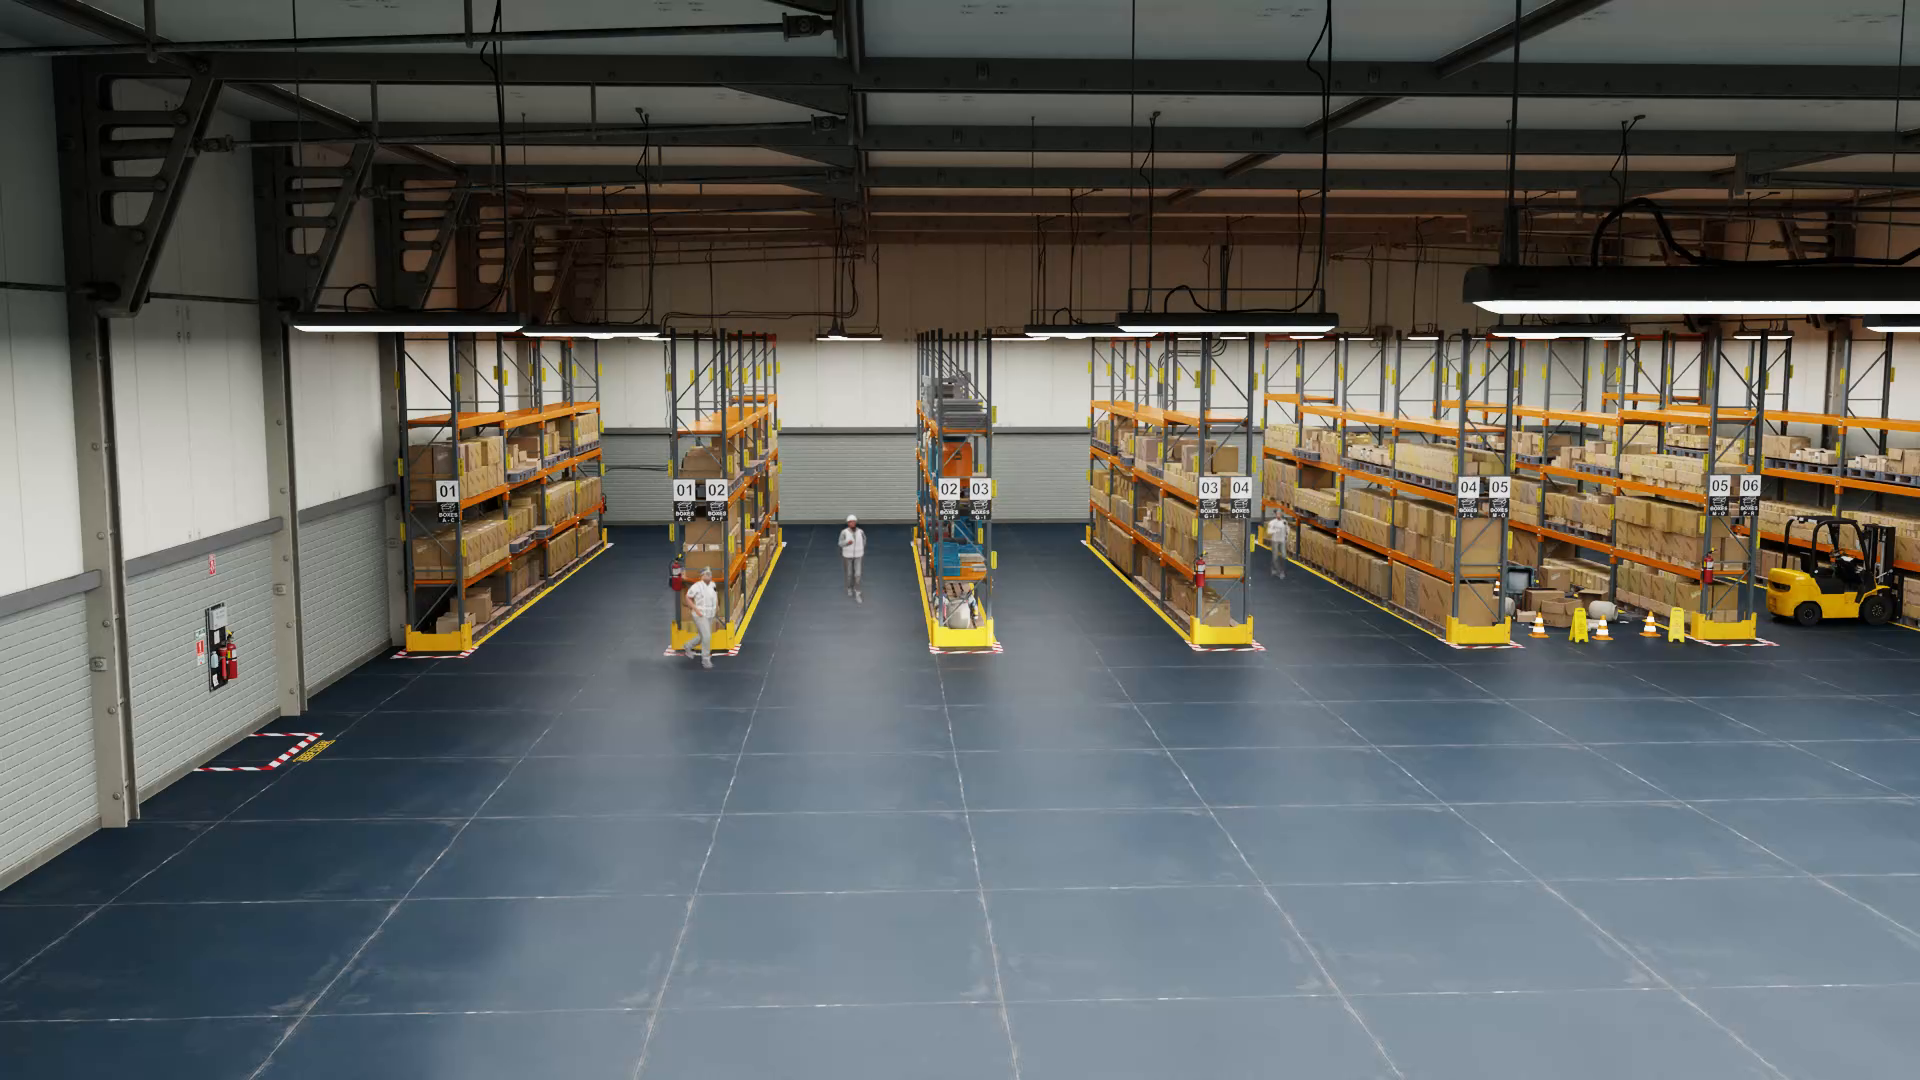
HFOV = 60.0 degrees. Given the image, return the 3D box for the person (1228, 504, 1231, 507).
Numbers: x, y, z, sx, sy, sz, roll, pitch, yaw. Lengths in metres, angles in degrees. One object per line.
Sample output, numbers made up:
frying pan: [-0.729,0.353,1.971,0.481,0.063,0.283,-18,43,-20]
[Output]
person: [7.490,-0.502,44.784,0.661,1.660,0.756,1,7,8]

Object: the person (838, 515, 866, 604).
person: [-2.273,0.403,35.369,0.639,1.875,0.716,-1,7,-12]

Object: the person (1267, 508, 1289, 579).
person: [7.822,0.076,40.814,0.594,1.745,0.712,0,7,-2]

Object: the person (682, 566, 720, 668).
person: [-4.623,1.352,29.749,0.839,1.813,0.666,4,8,33]
